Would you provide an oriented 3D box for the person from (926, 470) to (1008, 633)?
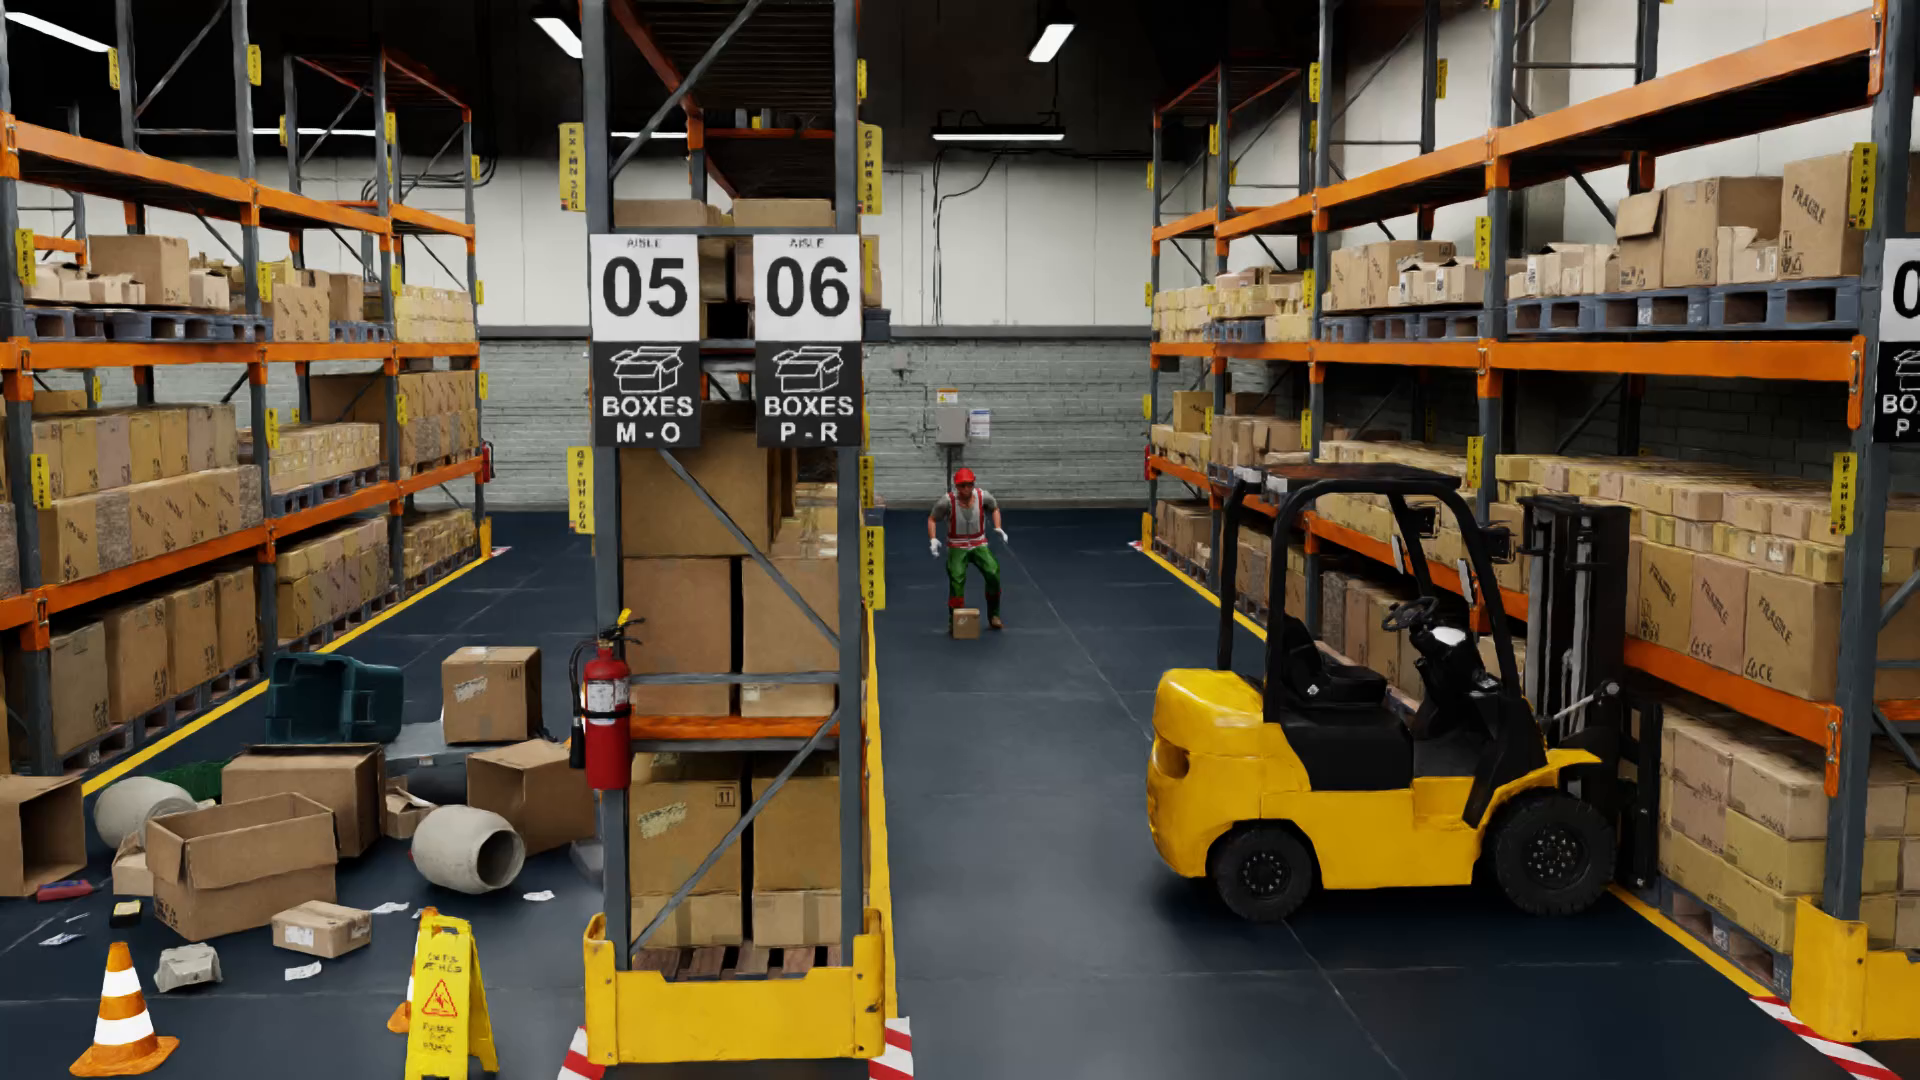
[{"bbox_3d":[0.088,0.104,16.158,0.797,1.578,0.784,-1,7,-8],"label":"person"}]
